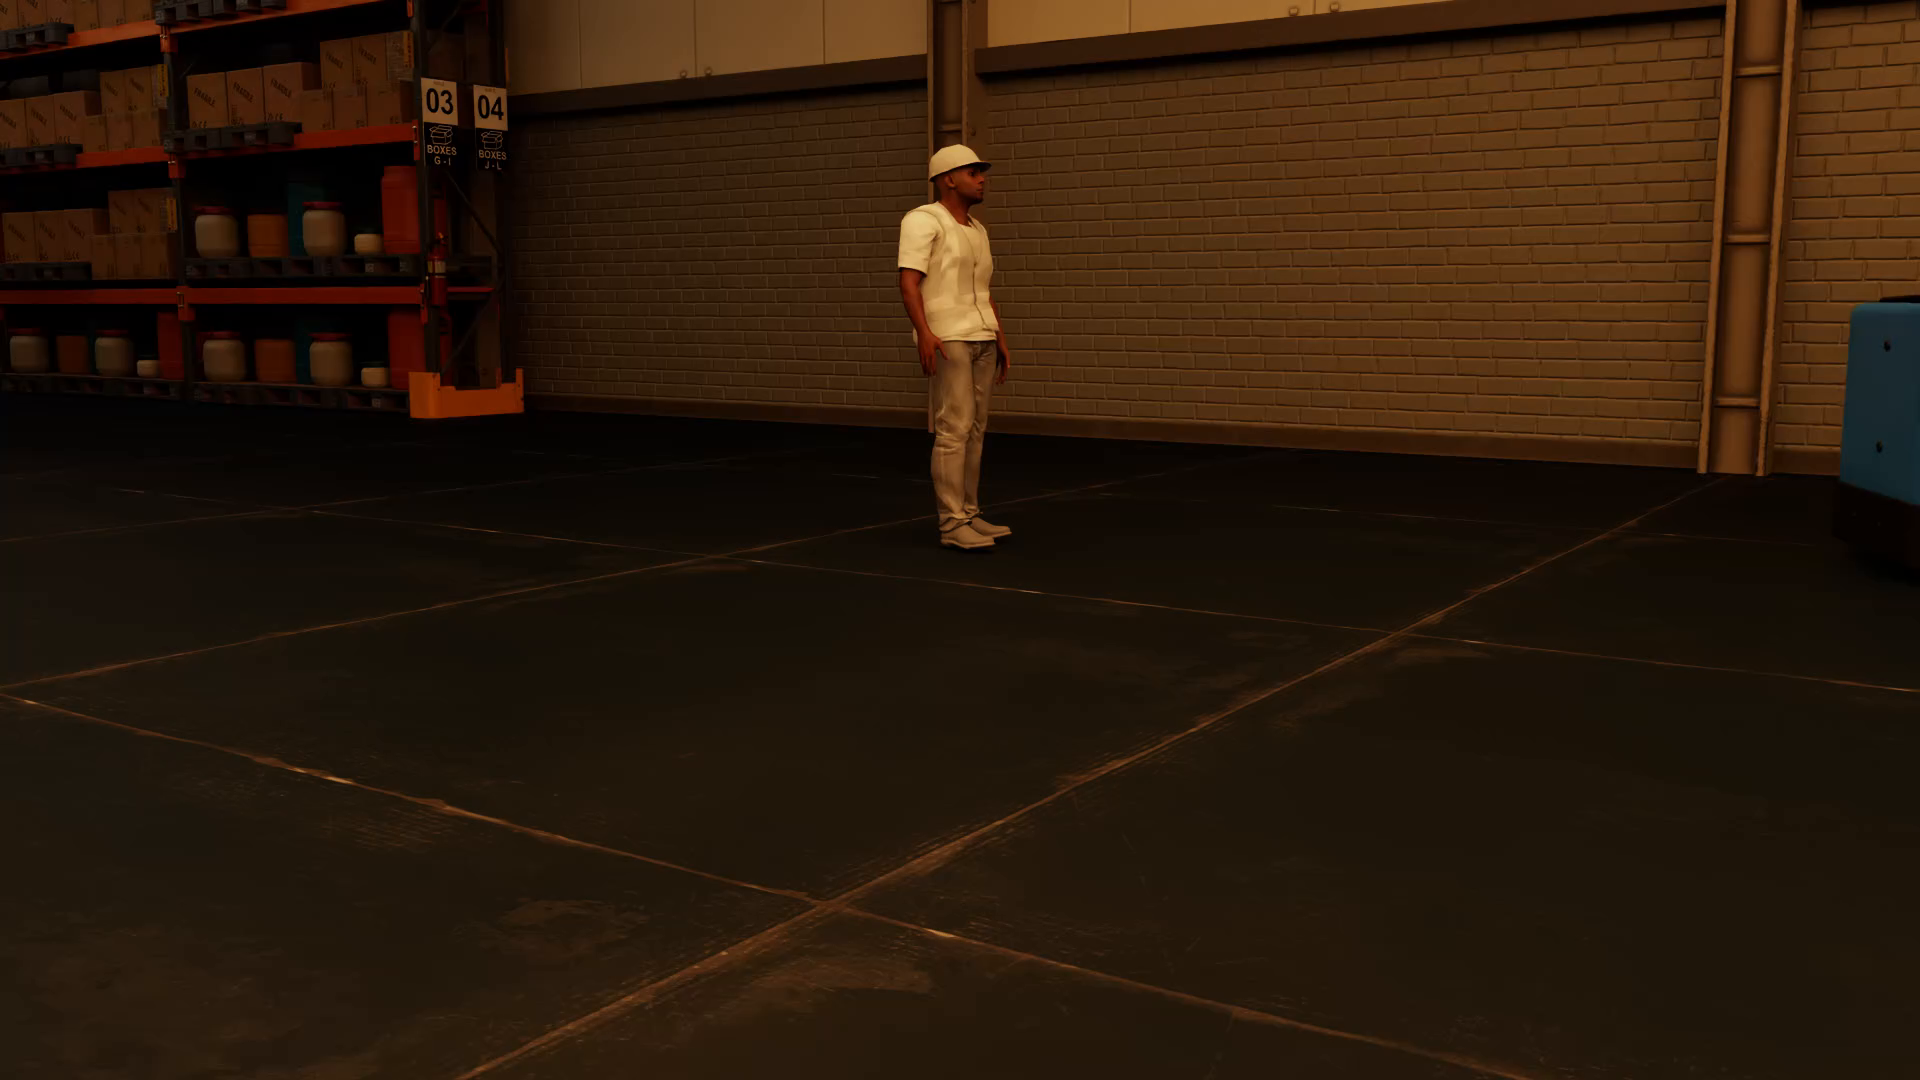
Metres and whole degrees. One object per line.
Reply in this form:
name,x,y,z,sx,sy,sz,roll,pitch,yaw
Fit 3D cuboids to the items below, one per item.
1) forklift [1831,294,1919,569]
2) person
forklift,5.187,-1.298,6.318,3.031,2.935,1.130,2,8,11
person,0.054,-0.875,7.435,0.577,1.765,0.665,5,10,34
